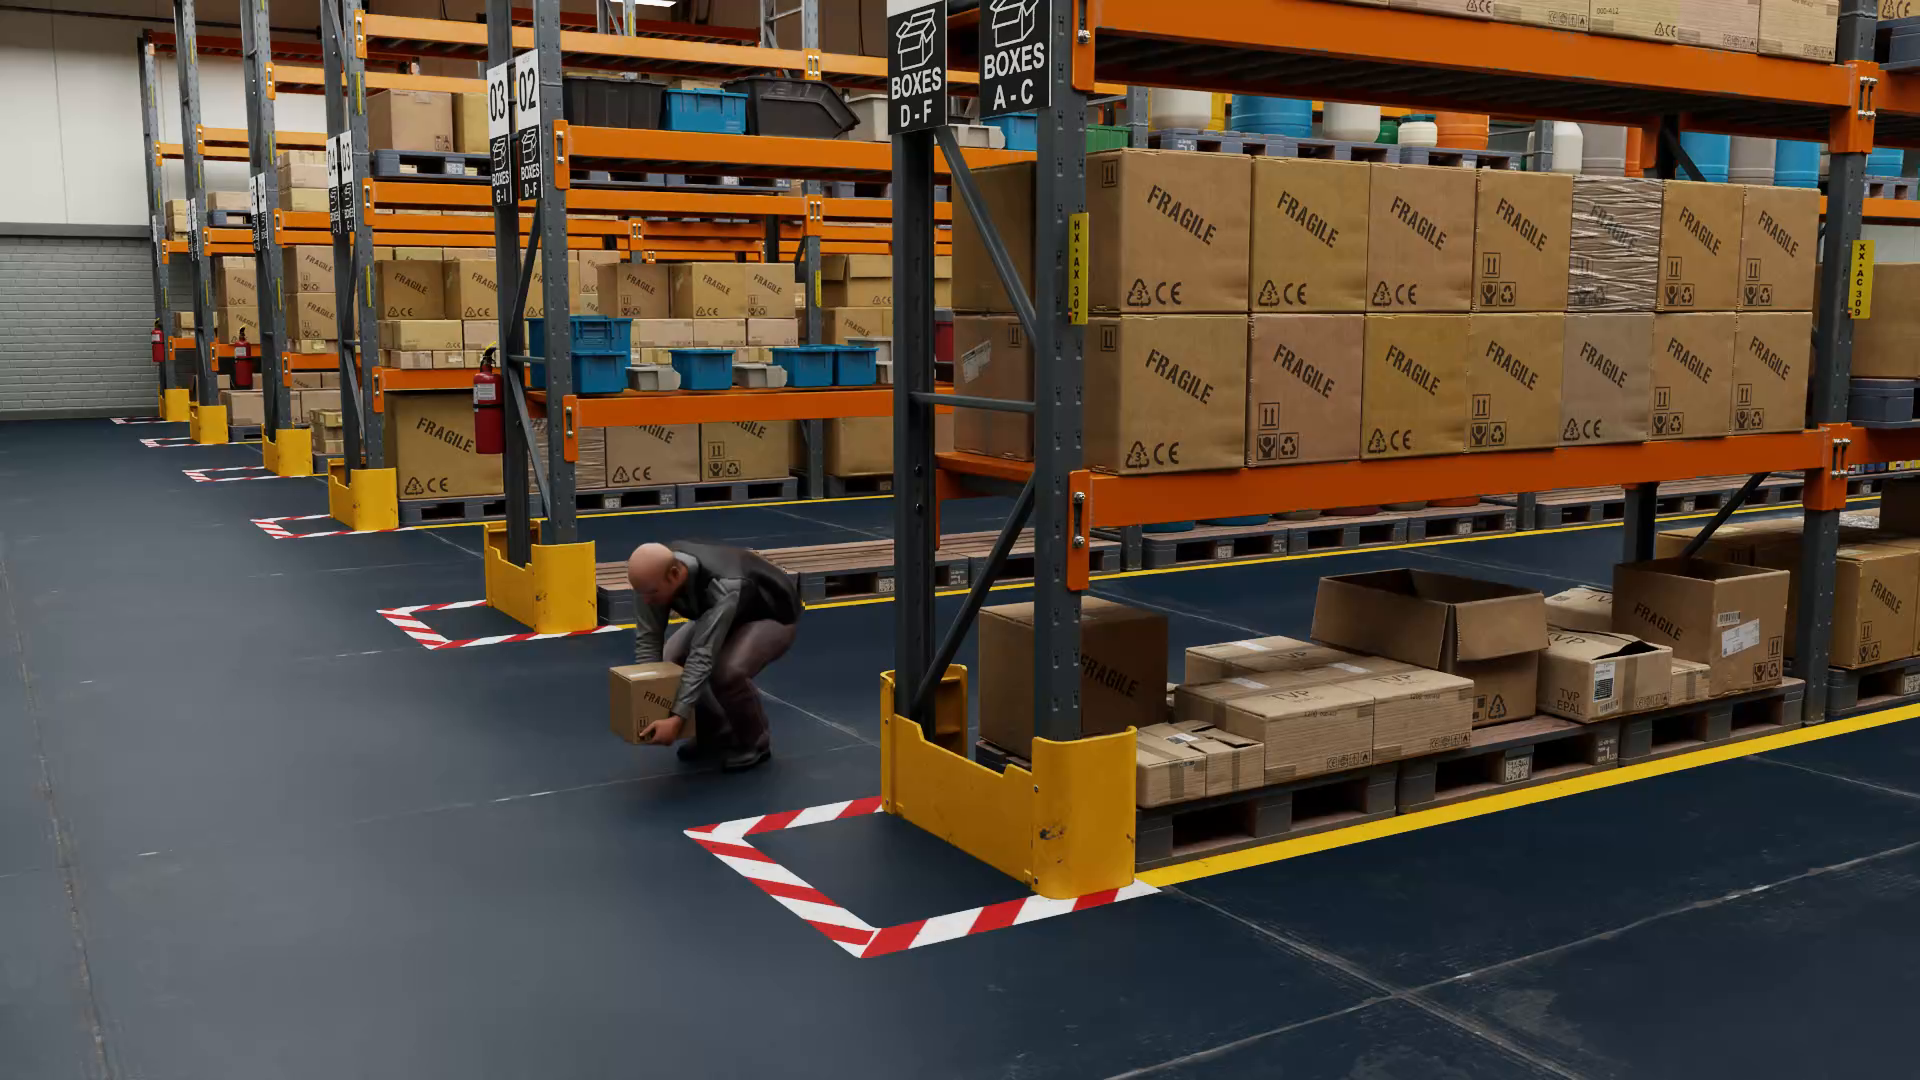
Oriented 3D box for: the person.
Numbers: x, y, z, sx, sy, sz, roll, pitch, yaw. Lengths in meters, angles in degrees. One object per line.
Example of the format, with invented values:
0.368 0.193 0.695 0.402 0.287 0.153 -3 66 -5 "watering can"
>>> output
-1.010 0.438 6.596 0.503 0.950 0.937 5 9 30 "person"
